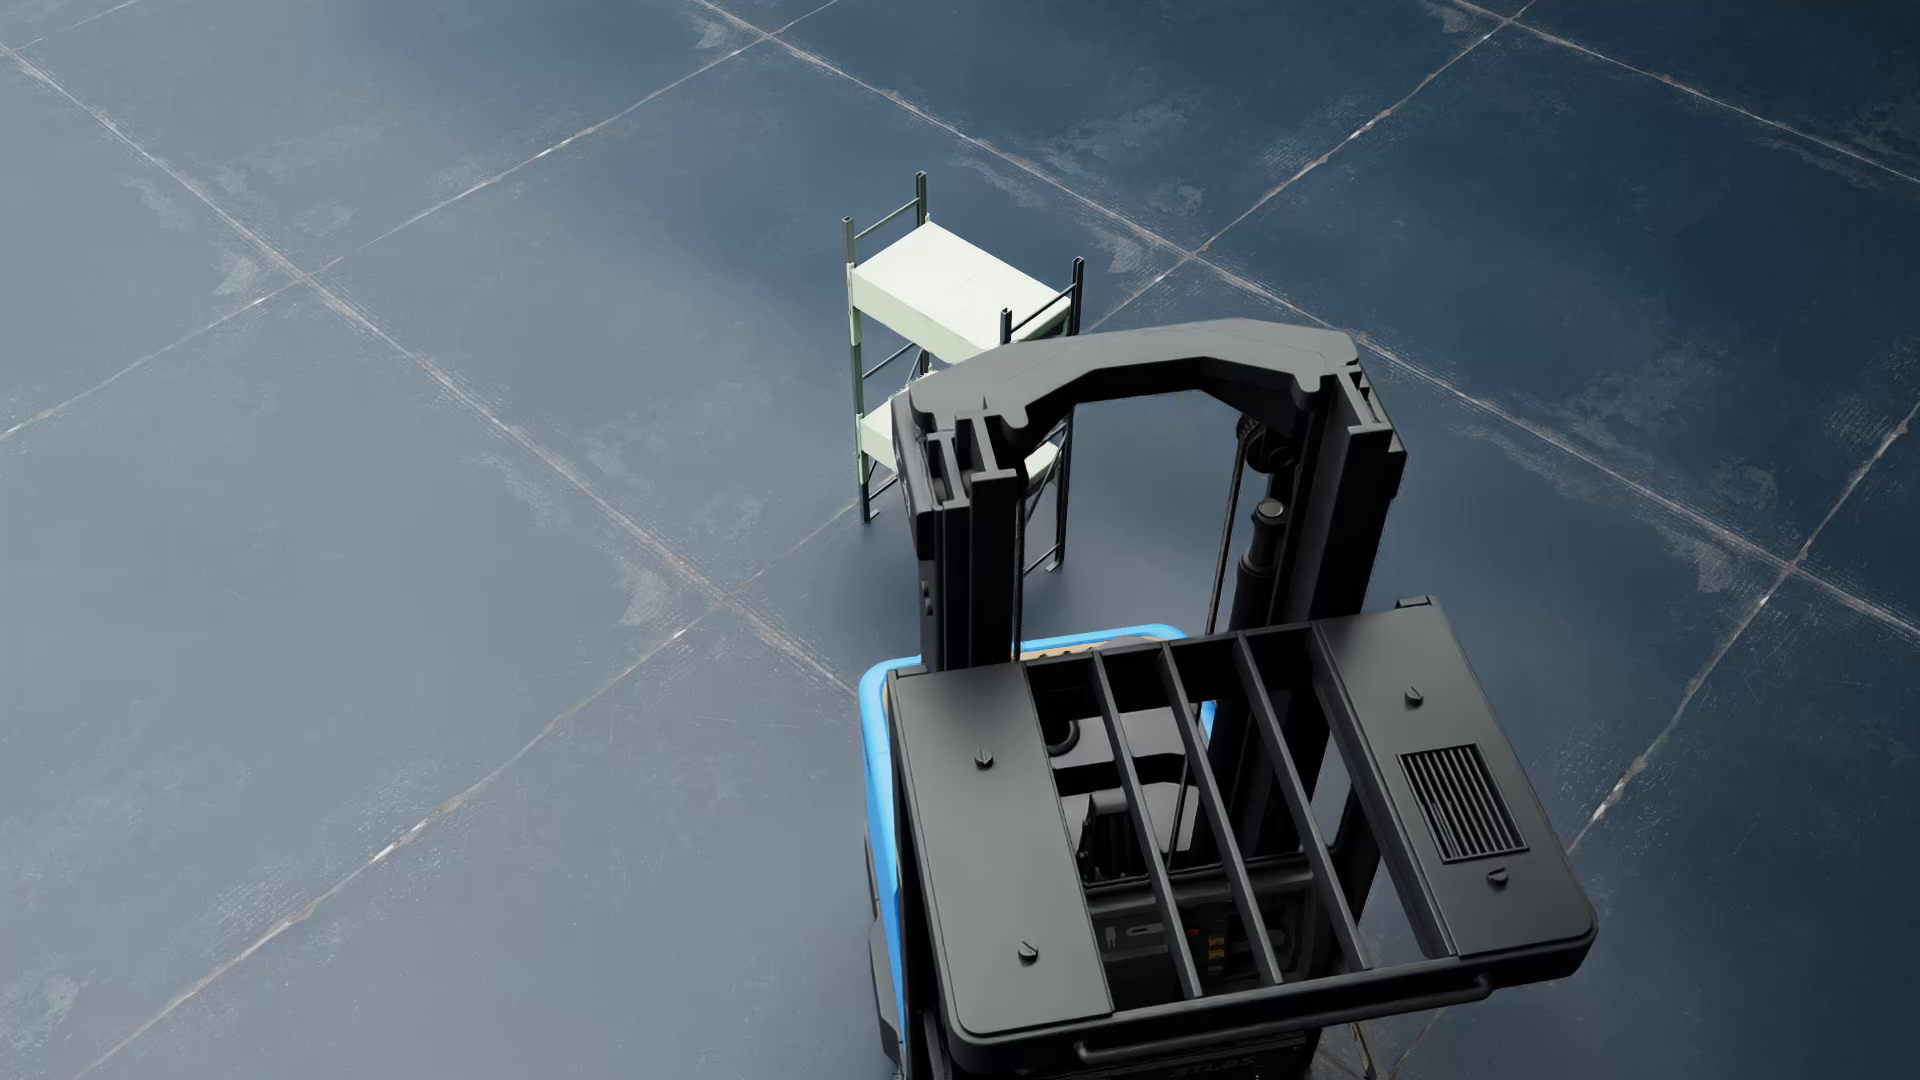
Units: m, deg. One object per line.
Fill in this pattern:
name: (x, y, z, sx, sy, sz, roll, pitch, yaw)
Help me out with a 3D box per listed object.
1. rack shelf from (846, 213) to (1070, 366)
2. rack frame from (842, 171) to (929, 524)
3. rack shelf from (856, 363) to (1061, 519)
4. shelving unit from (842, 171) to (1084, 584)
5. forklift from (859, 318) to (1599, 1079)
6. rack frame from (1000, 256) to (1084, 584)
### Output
rack shelf: (0.005, -0.777, 5.916, 0.720, 0.370, 0.431, 34, 55, 28)
rack frame: (-0.264, -0.691, 6.370, 0.023, 1.500, 0.400, 34, 55, 28)
rack shelf: (0.005, -0.287, 6.438, 0.720, 0.370, 0.431, 34, 55, 28)
shelving unit: (0.005, -0.510, 6.200, 0.755, 1.500, 0.431, 34, 55, 28)
forklift: (0.448, 1.096, 3.711, 1.130, 2.935, 3.031, -7, 47, -7)
rack frame: (0.274, -0.329, 6.030, 0.023, 1.500, 0.400, 34, 55, 28)
